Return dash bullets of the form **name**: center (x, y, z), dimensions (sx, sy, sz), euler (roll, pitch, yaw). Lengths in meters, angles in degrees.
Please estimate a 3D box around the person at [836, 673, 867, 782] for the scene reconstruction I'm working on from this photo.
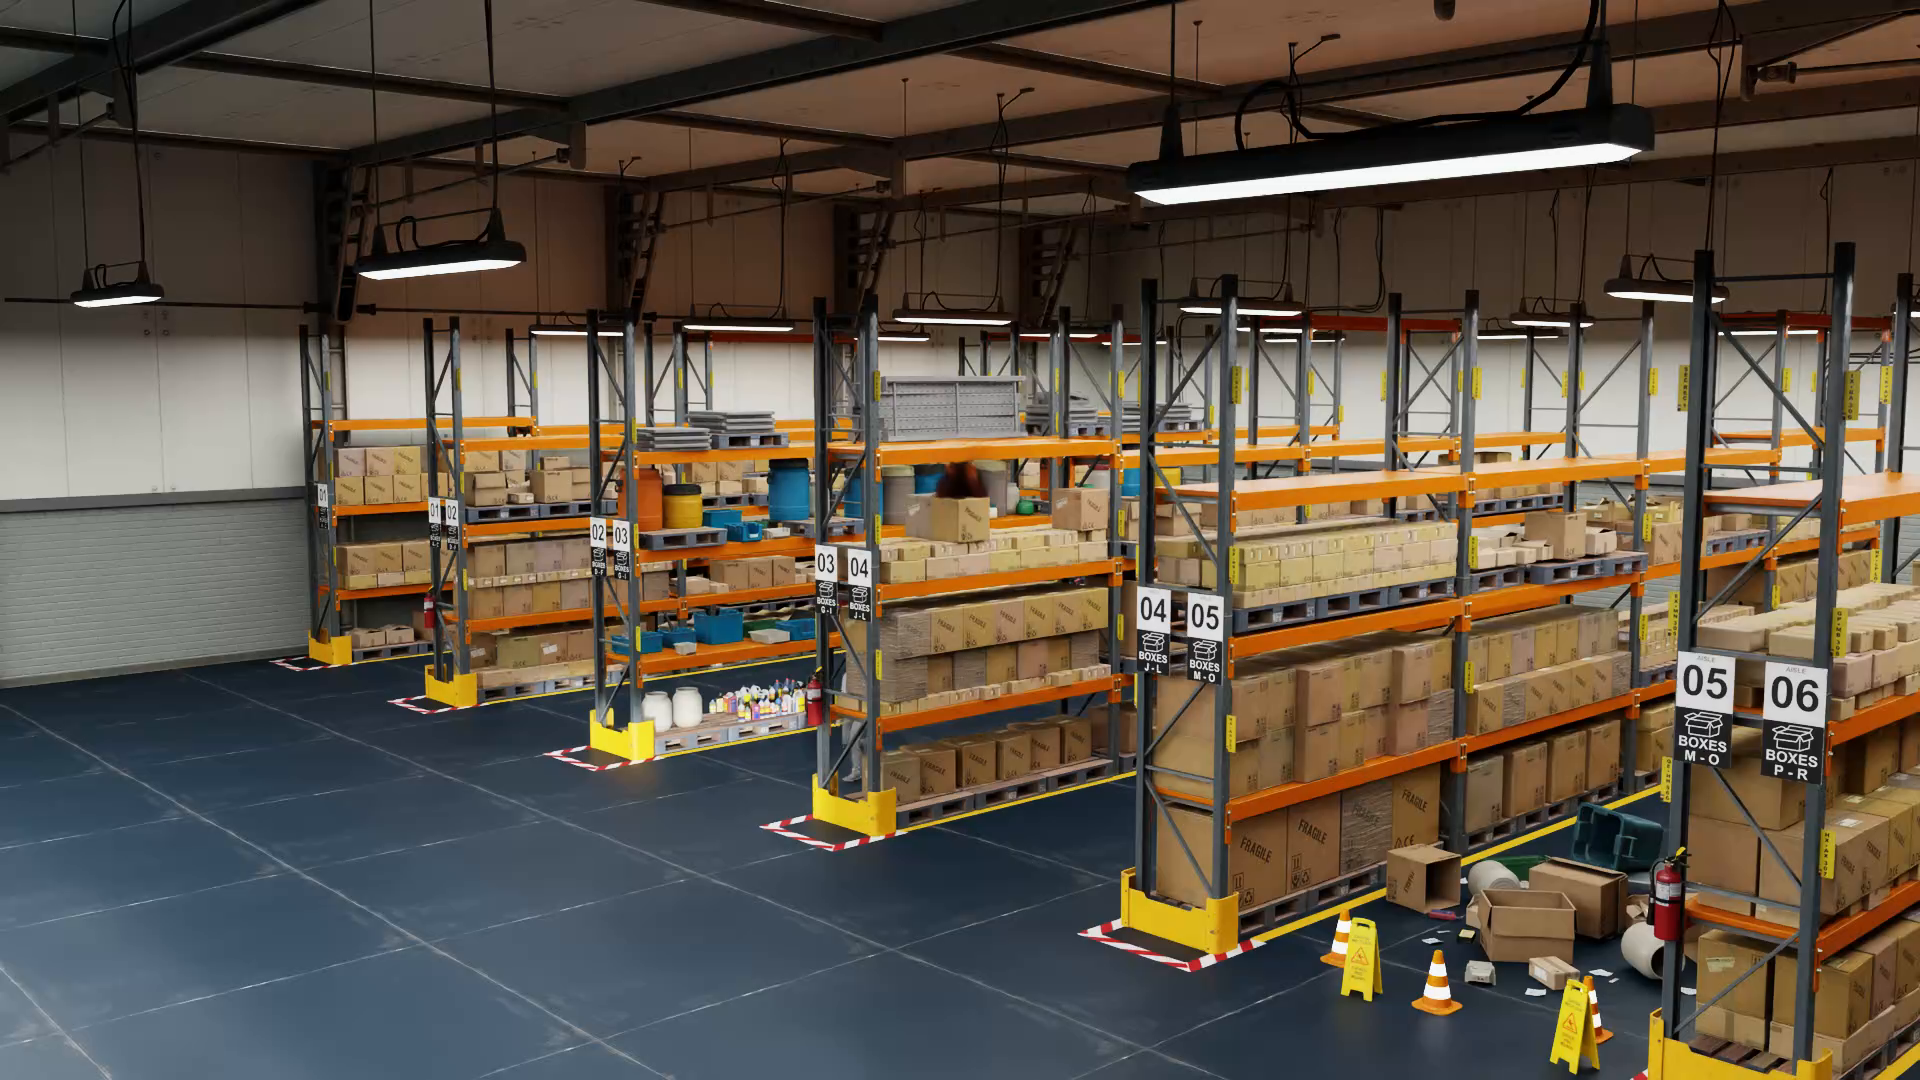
- **person**: center (-1.260, 2.197, 21.174), dimensions (0.518, 1.658, 0.697), euler (6, 8, 44)
